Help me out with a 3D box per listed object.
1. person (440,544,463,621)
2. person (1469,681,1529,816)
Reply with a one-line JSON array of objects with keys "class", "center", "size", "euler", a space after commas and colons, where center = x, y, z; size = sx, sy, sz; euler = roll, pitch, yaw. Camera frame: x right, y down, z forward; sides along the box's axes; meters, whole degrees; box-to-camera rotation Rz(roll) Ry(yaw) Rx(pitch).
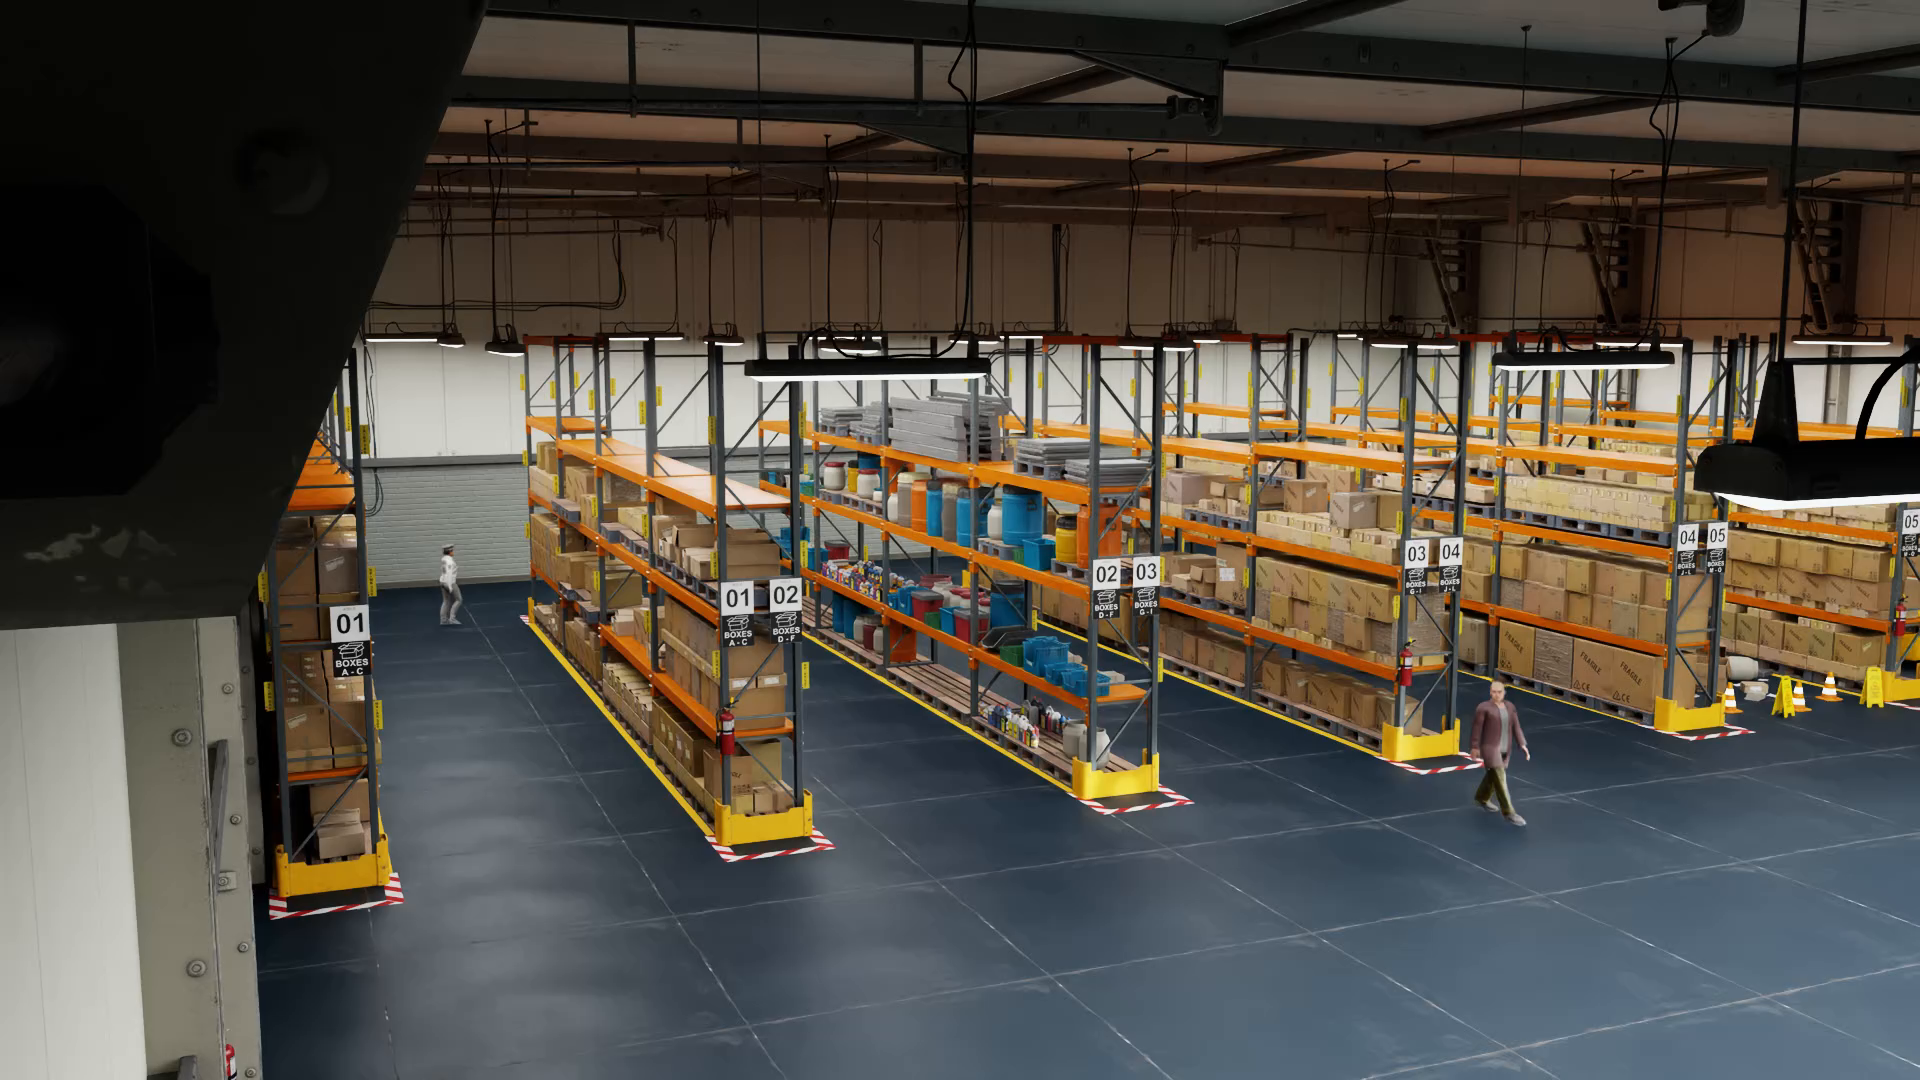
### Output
[{"class": "person", "center": [-10.570, 0.888, 34.409], "size": [0.424, 1.596, 0.501], "euler": [-7, 10, -41]}, {"class": "person", "center": [6.812, 2.614, 21.075], "size": [0.609, 1.671, 0.845], "euler": [-3, 8, -23]}]
